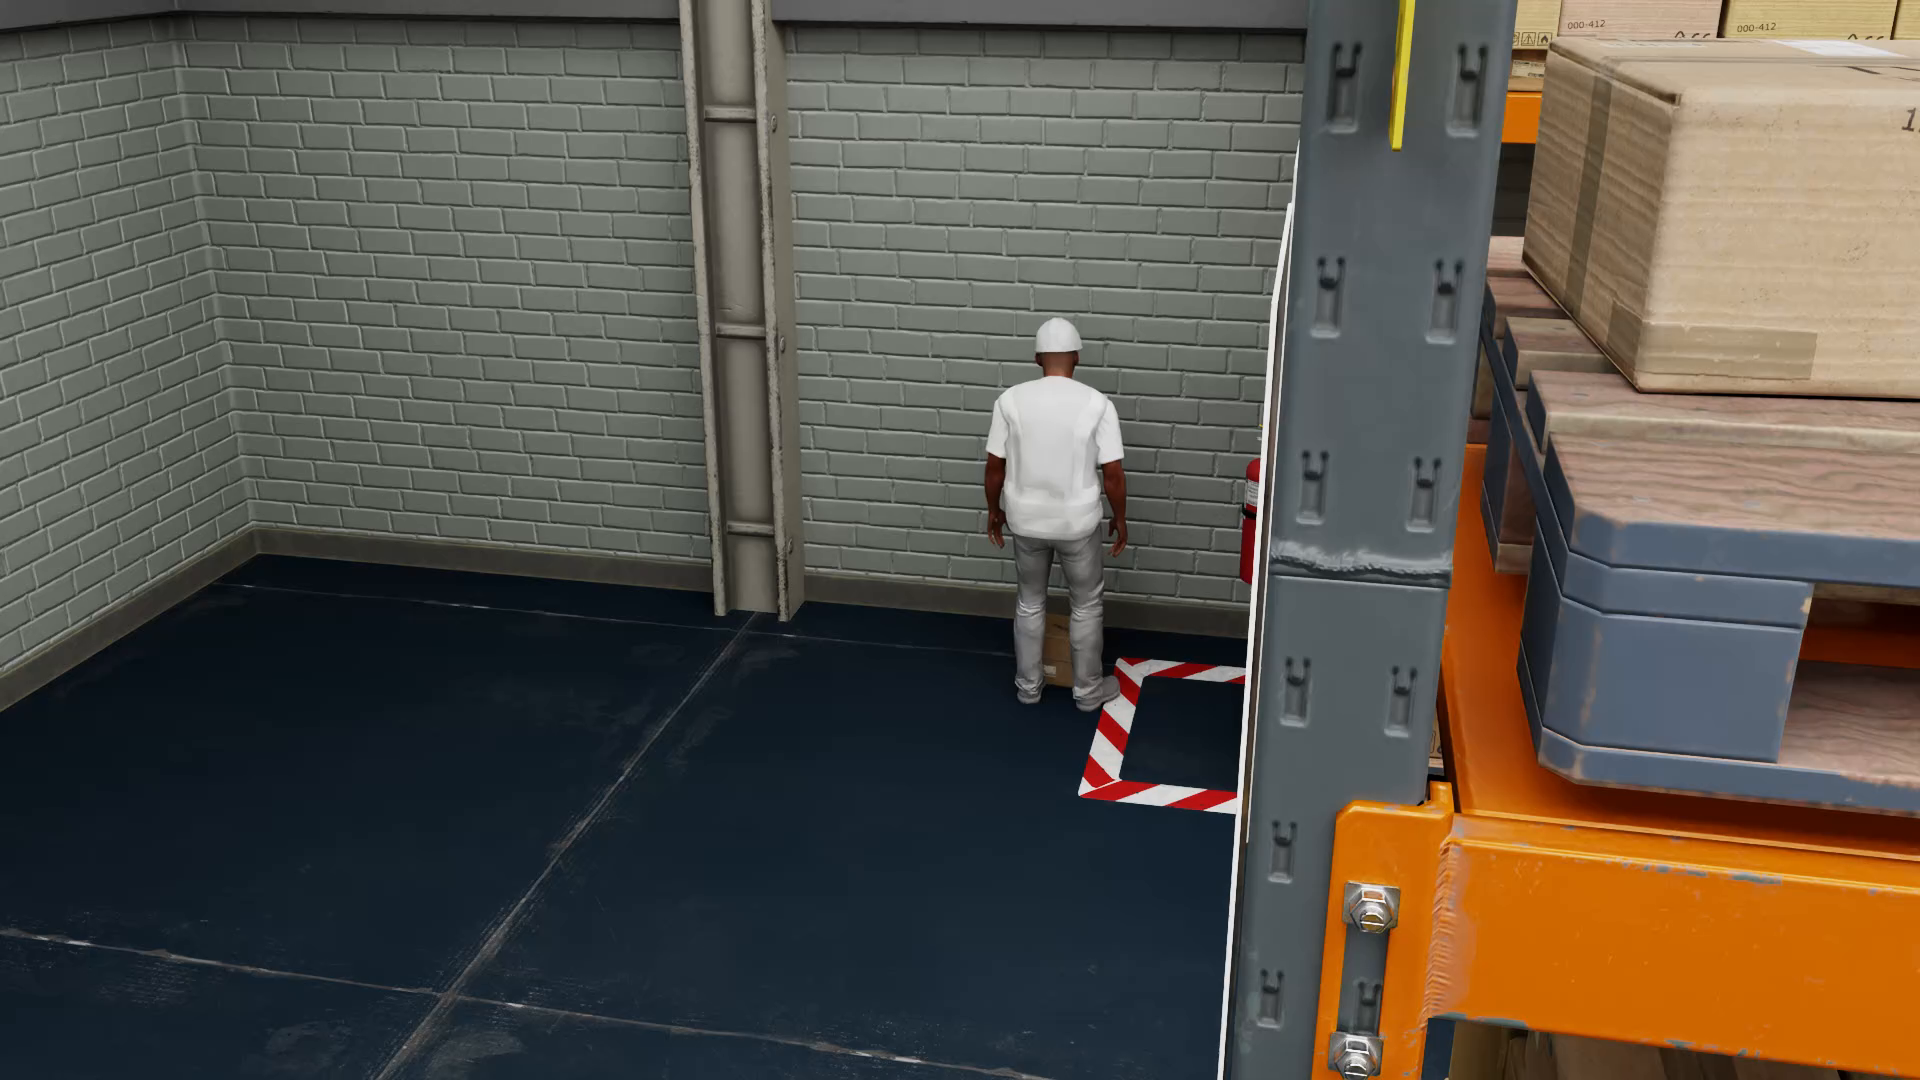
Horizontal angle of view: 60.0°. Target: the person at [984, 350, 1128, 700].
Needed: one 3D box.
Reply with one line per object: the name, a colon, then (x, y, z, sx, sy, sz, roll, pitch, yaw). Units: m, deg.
person: (0.427, -0.115, 7.324, 0.633, 1.660, 0.361, 6, 22, 15)
